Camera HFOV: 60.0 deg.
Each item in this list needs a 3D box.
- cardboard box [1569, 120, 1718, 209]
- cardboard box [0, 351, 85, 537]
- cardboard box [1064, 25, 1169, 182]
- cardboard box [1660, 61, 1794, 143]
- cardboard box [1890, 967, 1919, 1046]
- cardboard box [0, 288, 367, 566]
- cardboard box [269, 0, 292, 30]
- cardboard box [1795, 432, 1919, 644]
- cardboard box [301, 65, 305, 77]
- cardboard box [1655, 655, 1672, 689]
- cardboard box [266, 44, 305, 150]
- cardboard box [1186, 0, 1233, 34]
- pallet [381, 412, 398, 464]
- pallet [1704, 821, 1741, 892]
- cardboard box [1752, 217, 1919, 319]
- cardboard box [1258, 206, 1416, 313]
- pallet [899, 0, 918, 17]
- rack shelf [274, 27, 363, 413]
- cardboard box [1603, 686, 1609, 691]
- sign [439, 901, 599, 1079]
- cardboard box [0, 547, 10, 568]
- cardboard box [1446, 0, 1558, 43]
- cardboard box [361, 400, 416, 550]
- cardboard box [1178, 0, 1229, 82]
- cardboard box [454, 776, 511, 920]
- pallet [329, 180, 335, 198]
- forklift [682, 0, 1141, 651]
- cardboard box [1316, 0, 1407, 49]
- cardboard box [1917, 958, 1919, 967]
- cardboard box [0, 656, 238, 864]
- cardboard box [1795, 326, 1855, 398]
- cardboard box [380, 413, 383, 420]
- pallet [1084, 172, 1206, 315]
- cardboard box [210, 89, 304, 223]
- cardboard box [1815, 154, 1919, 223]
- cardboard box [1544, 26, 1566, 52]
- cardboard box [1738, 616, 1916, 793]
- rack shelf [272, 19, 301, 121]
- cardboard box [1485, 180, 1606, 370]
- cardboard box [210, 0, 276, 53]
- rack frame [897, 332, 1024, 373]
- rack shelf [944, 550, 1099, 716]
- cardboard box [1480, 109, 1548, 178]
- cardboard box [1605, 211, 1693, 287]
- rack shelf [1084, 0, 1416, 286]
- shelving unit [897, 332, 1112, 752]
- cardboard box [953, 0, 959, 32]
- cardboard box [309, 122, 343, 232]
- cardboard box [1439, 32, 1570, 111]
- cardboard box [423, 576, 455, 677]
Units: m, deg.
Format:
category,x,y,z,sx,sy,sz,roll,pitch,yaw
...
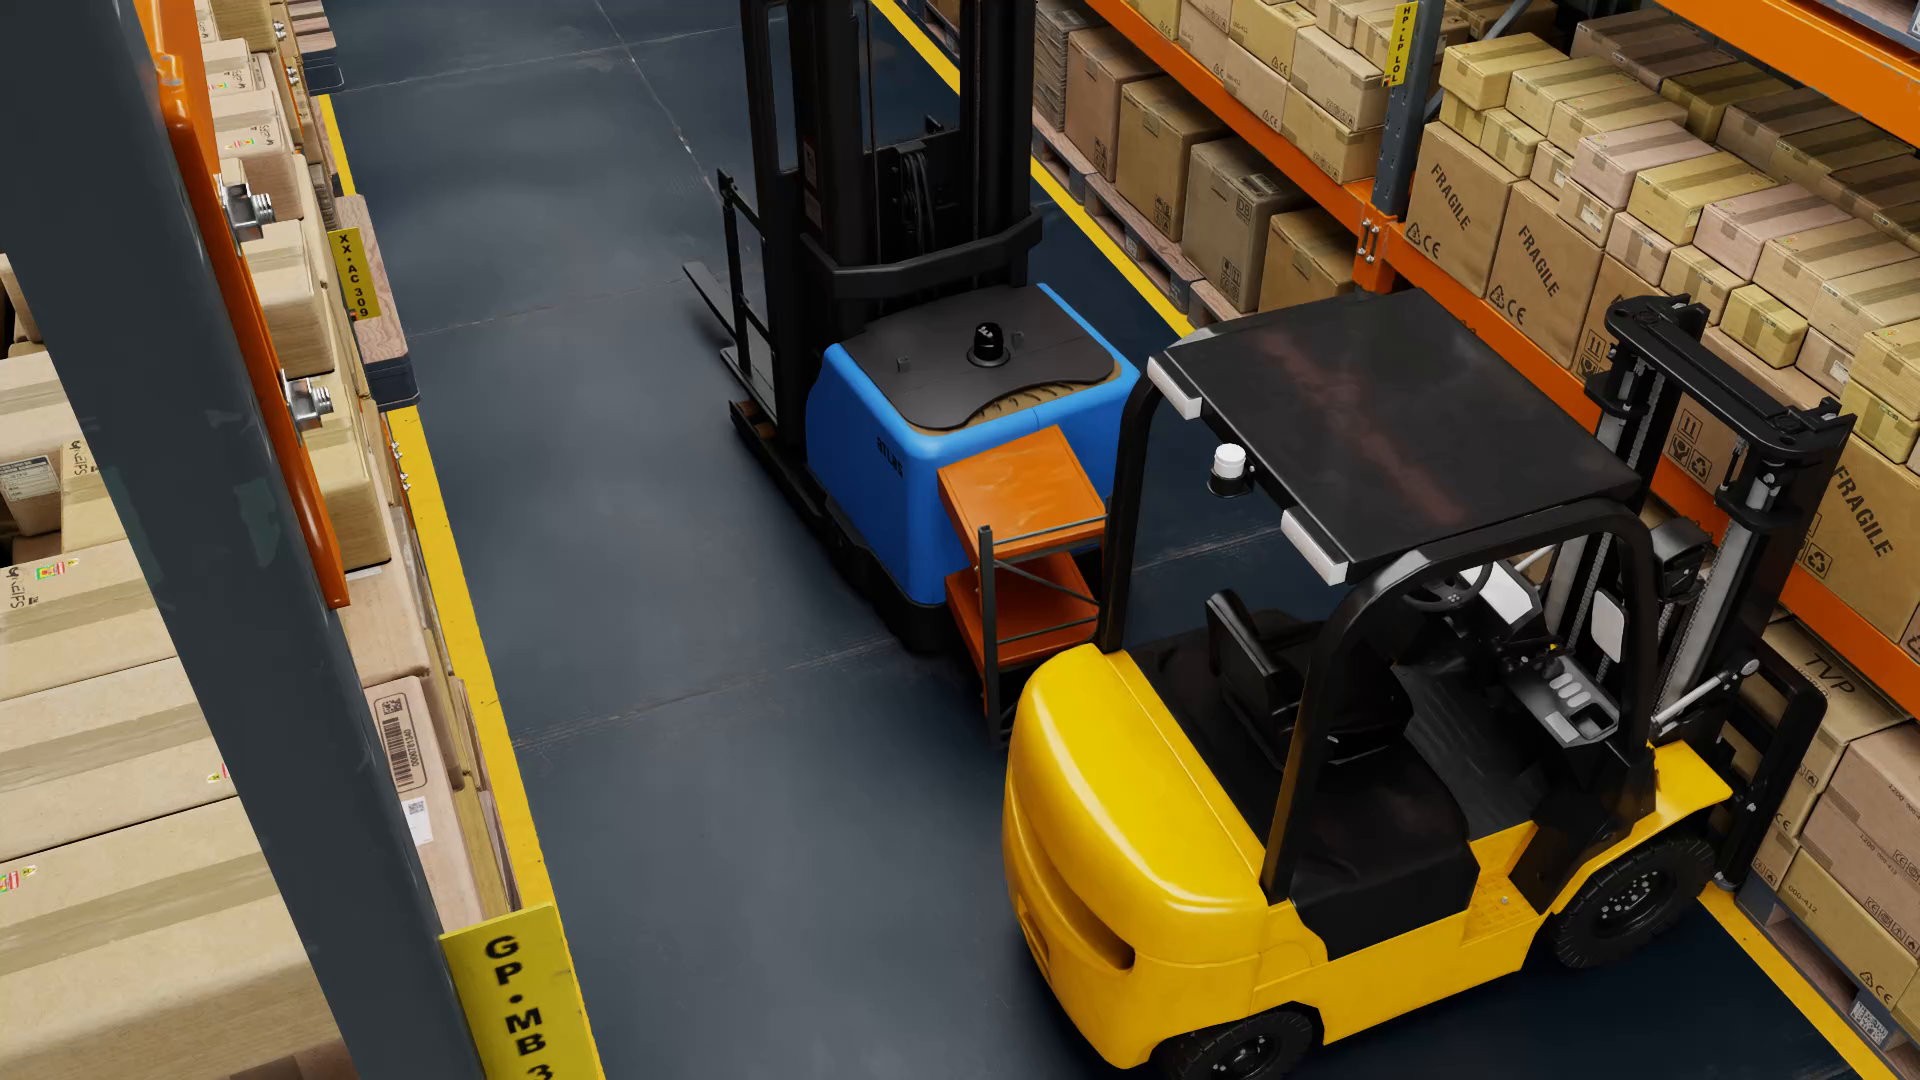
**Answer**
category,x,y,z,sx,sy,sz,roll,pitch,yaw
cardboard box,2.310,-1.273,5.628,0.380,0.149,0.250,-14,43,-16
cardboard box,-1.193,-0.178,2.437,0.380,0.149,0.250,-15,43,-17
cardboard box,1.122,-2.507,9.364,0.875,0.625,0.625,-14,43,-15
cardboard box,2.742,-1.572,5.975,0.380,0.149,0.250,-15,43,-17
cardboard box,3.228,1.479,5.016,0.500,0.250,0.500,-15,43,-17
cardboard box,-1.236,-0.133,2.691,0.500,0.250,0.500,-14,43,-16
cardboard box,-2.905,-1.943,6.582,0.500,0.500,0.500,-17,43,-19
cardboard box,2.882,-0.092,4.980,0.500,0.500,0.500,-16,43,-18
cardboard box,-3.089,-2.104,7.267,0.380,0.149,0.250,-14,43,-16
cardboard box,2.638,0.366,5.928,0.500,0.250,0.500,-15,43,-17
cardboard box,-1.804,-1.060,3.768,0.500,0.250,0.500,-16,43,-18
cardboard box,1.351,-2.592,7.695,0.500,0.250,0.500,-14,43,-16
pallet,-3.185,-0.517,7.689,1.003,0.211,1.213,-15,43,-17
pallet,2.905,0.673,6.305,1.003,0.211,1.213,-15,43,-17
cardboard box,2.695,-0.838,5.122,0.380,0.149,0.250,-15,43,-17
cardboard box,1.959,-1.180,7.821,0.875,0.625,0.625,-13,42,-15
pallet,-0.075,-4.155,11.920,1.003,0.211,1.213,-15,43,-17
rack shelf,-1.650,-0.029,3.234,1.077,0.370,4.000,-15,43,-17
cardboard box,2.644,0.566,6.078,0.500,0.250,0.500,-14,43,-16
sign,-0.384,0.436,1.471,0.100,0.325,0.005,-15,43,-17
cardboard box,-1.724,-0.009,2.546,0.500,0.250,0.500,-14,43,-16
cardboard box,2.233,-2.159,6.886,0.380,0.149,0.250,-16,43,-18
cardboard box,-1.812,-0.006,4.651,0.500,0.500,0.500,-14,43,-15
cardboard box,1.375,-2.399,7.855,0.500,0.250,0.500,-15,43,-17
cardboard box,-1.207,0.917,3.578,0.500,0.500,0.500,-16,43,-18
pallet,-3.151,-1.524,6.869,1.003,0.211,1.213,-15,43,-17
forklift,-0.421,-1.620,6.886,1.130,2.935,3.031,-19,44,-21
cardboard box,1.718,-2.195,6.928,0.380,0.149,0.250,-16,43,-17
cardboard box,3.224,1.278,4.866,0.500,0.250,0.500,-16,43,-17
cardboard box,-0.944,0.283,1.901,0.380,0.149,0.250,-15,43,-17
cardboard box,2.782,-0.563,5.029,0.380,0.149,0.250,-15,43,-17
cardboard box,-2.897,-0.280,6.968,0.950,0.372,0.625,-13,42,-14
pallet,1.380,-1.723,9.091,1.003,0.211,1.213,-15,43,-17
cardboard box,-1.411,-0.667,3.006,0.380,0.149,0.250,-15,43,-16
cardboard box,3.031,-1.110,5.438,0.380,0.149,0.250,-16,43,-17
cardboard box,2.212,-2.112,7.137,0.500,0.250,0.500,-16,43,-18
cardboard box,2.832,0.497,5.392,0.500,0.250,0.500,-15,43,-16
rack shelf,-3.181,-2.439,6.036,1.077,0.370,4.000,-15,43,-17
cardboard box,2.312,-1.006,6.042,0.500,0.500,0.500,-14,43,-16
cardboard box,-1.685,-1.137,3.552,0.380,0.149,0.250,-14,43,-16
rack frame,0.028,-0.320,6.720,0.500,1.125,0.032,-14,43,-11
rack shelf,0.188,0.183,6.521,0.538,0.278,1.000,-14,43,-11
cardboard box,2.149,-1.480,6.097,0.380,0.149,0.250,-14,43,-16
cardboard box,2.399,-1.005,5.544,0.380,0.149,0.250,-16,43,-17
rack shelf,1.404,-2.542,8.457,1.077,0.370,4.000,-15,43,-17
shelving unit,0.178,0.003,6.357,0.538,1.125,1.048,-14,43,-11
cardboard box,0.278,-3.432,10.535,0.500,0.500,0.500,-14,43,-16
cardboard box,-2.330,-1.033,5.524,0.500,0.500,0.500,-14,43,-16
cardboard box,2.017,-1.740,6.171,0.380,0.149,0.250,-14,43,-16
cardboard box,-1.941,0.519,5.557,0.500,0.500,0.500,-16,43,-17
